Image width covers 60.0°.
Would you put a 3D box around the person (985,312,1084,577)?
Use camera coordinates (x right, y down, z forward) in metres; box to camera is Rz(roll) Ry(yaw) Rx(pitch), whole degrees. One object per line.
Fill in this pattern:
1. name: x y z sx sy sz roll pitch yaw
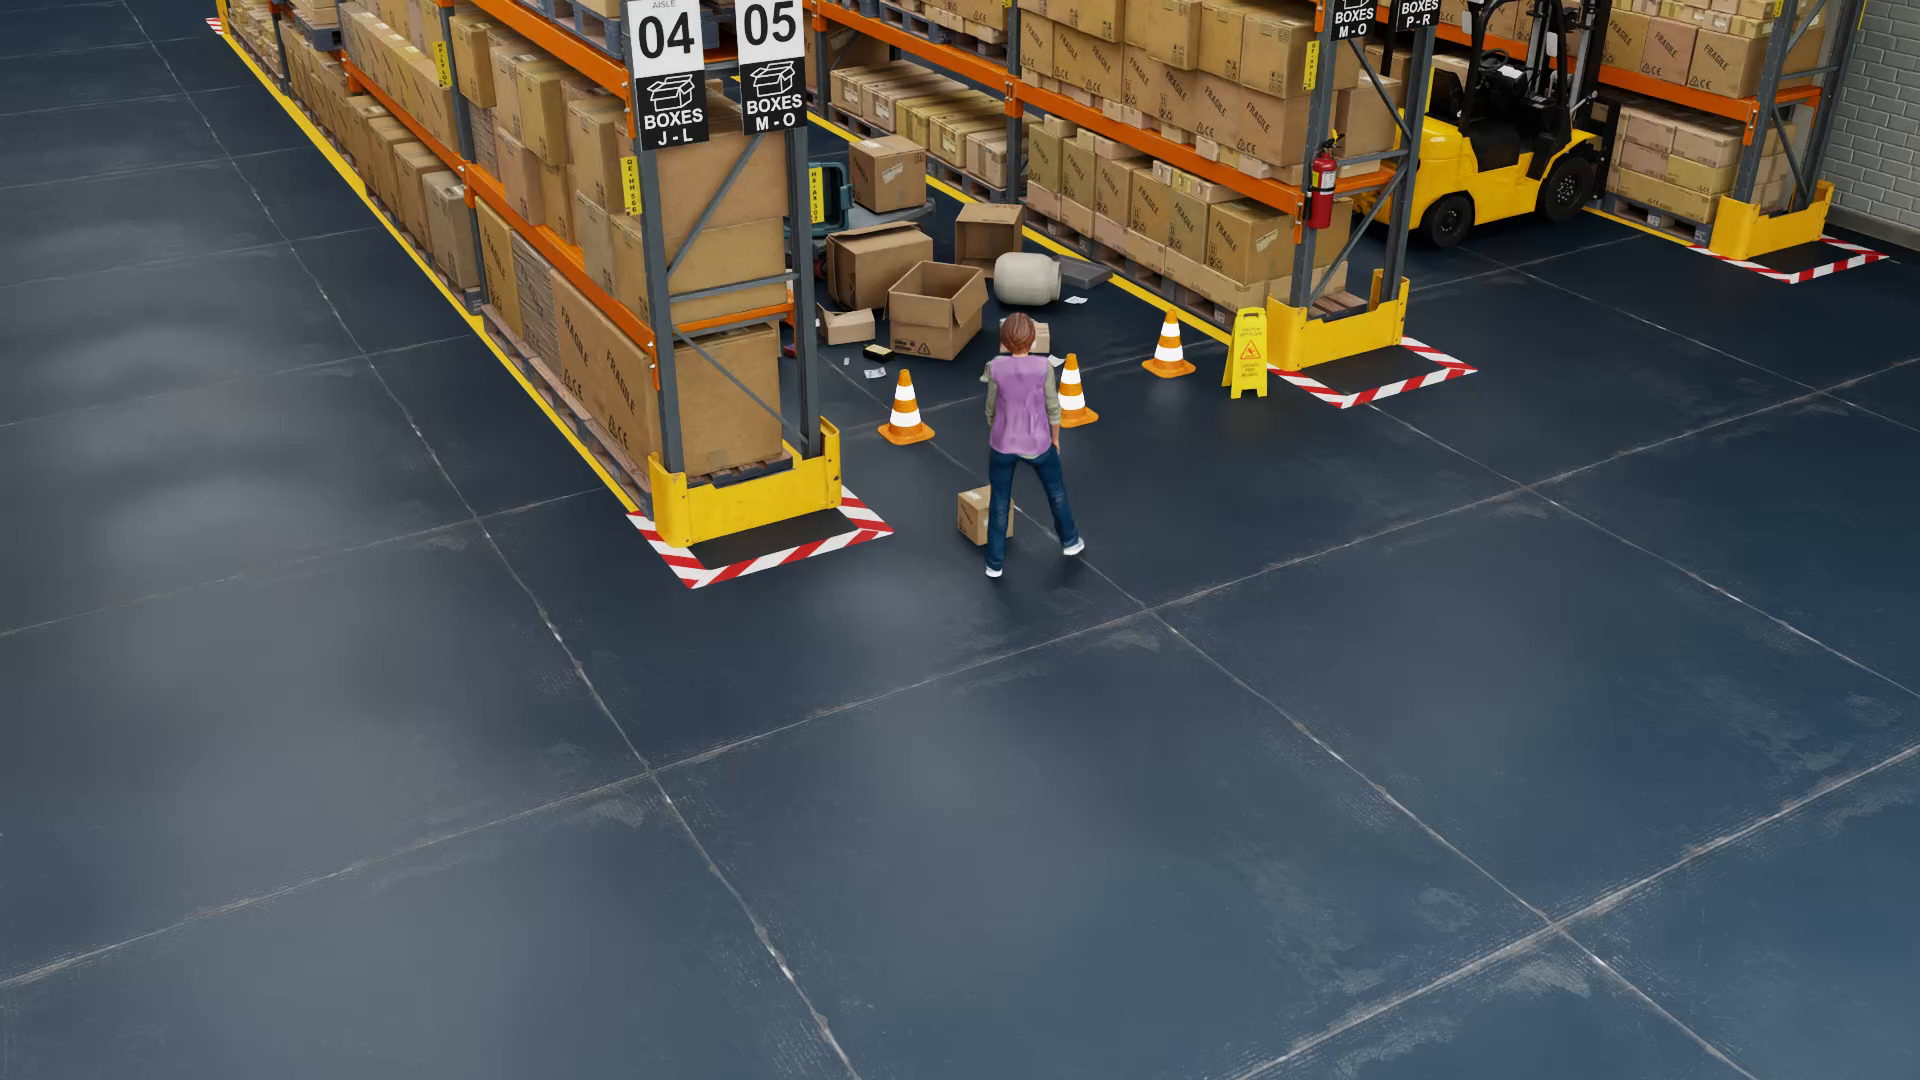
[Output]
1. person: 0.444 -0.561 9.528 0.609 1.590 0.466 0 29 0
